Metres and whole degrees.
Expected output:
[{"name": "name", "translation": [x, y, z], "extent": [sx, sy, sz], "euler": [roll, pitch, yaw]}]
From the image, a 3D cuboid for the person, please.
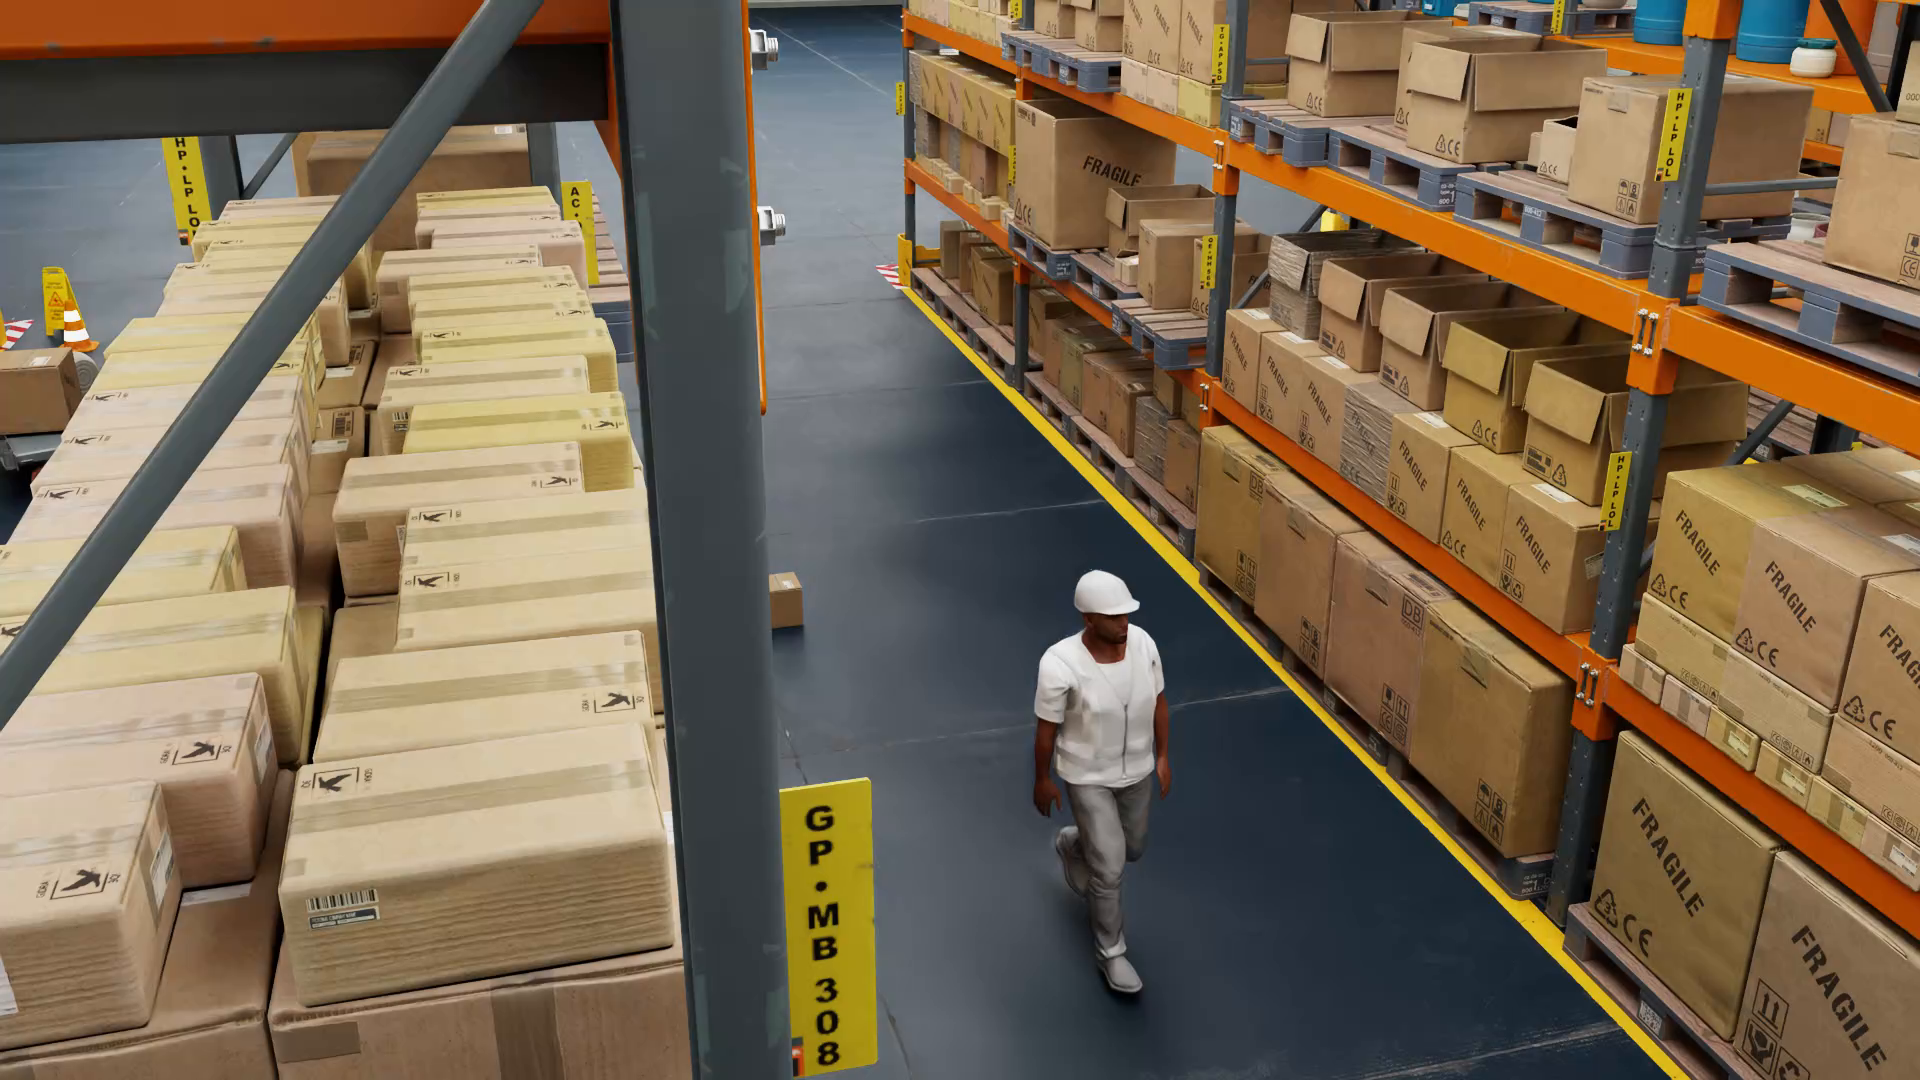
[{"name": "person", "translation": [0.590, 0.926, 6.851], "extent": [0.587, 1.742, 0.872], "euler": [-12, 25, -25]}]
